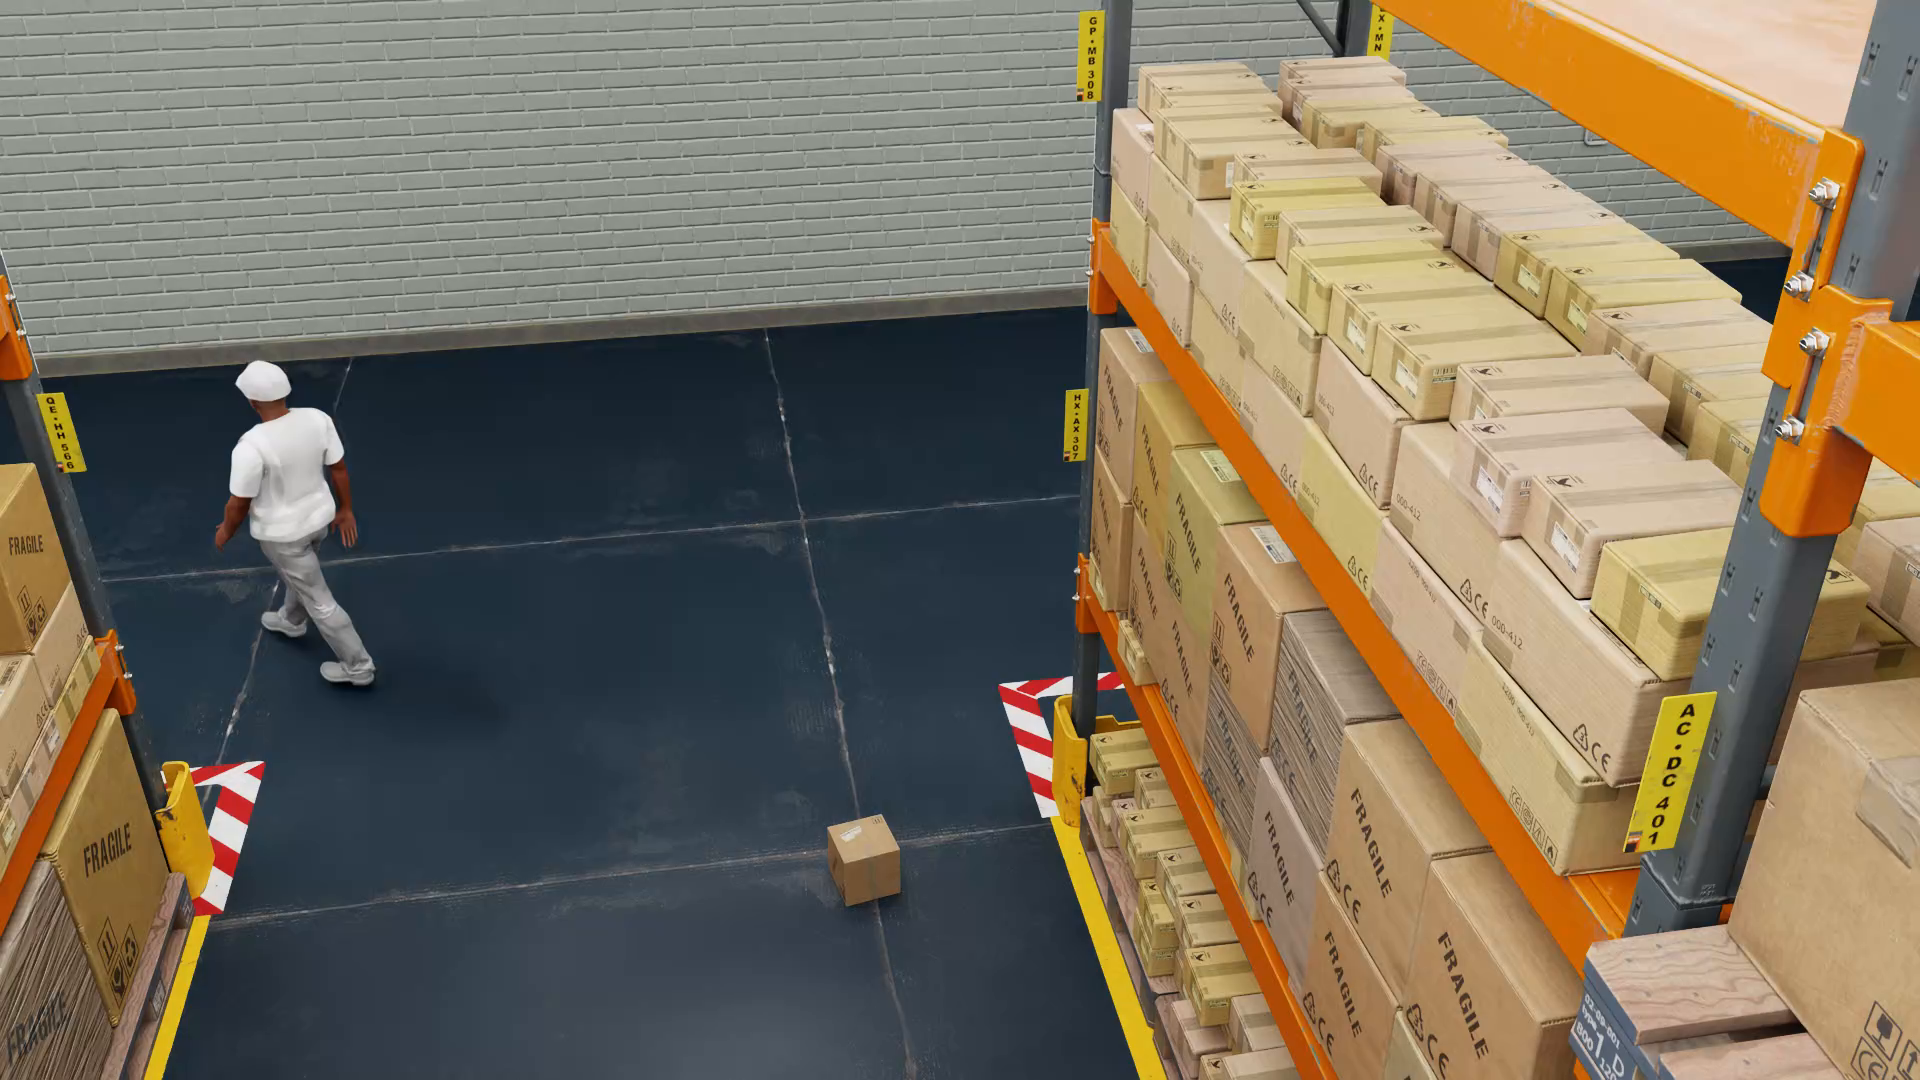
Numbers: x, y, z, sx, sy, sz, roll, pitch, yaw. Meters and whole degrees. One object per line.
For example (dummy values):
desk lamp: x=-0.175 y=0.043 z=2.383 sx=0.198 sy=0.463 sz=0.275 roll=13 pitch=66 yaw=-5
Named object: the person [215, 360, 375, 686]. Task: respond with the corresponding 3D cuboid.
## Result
person: x=-3.413 y=-0.118 z=8.284 sx=0.953 sy=1.717 sz=0.581 roll=14 pitch=33 yaw=22
